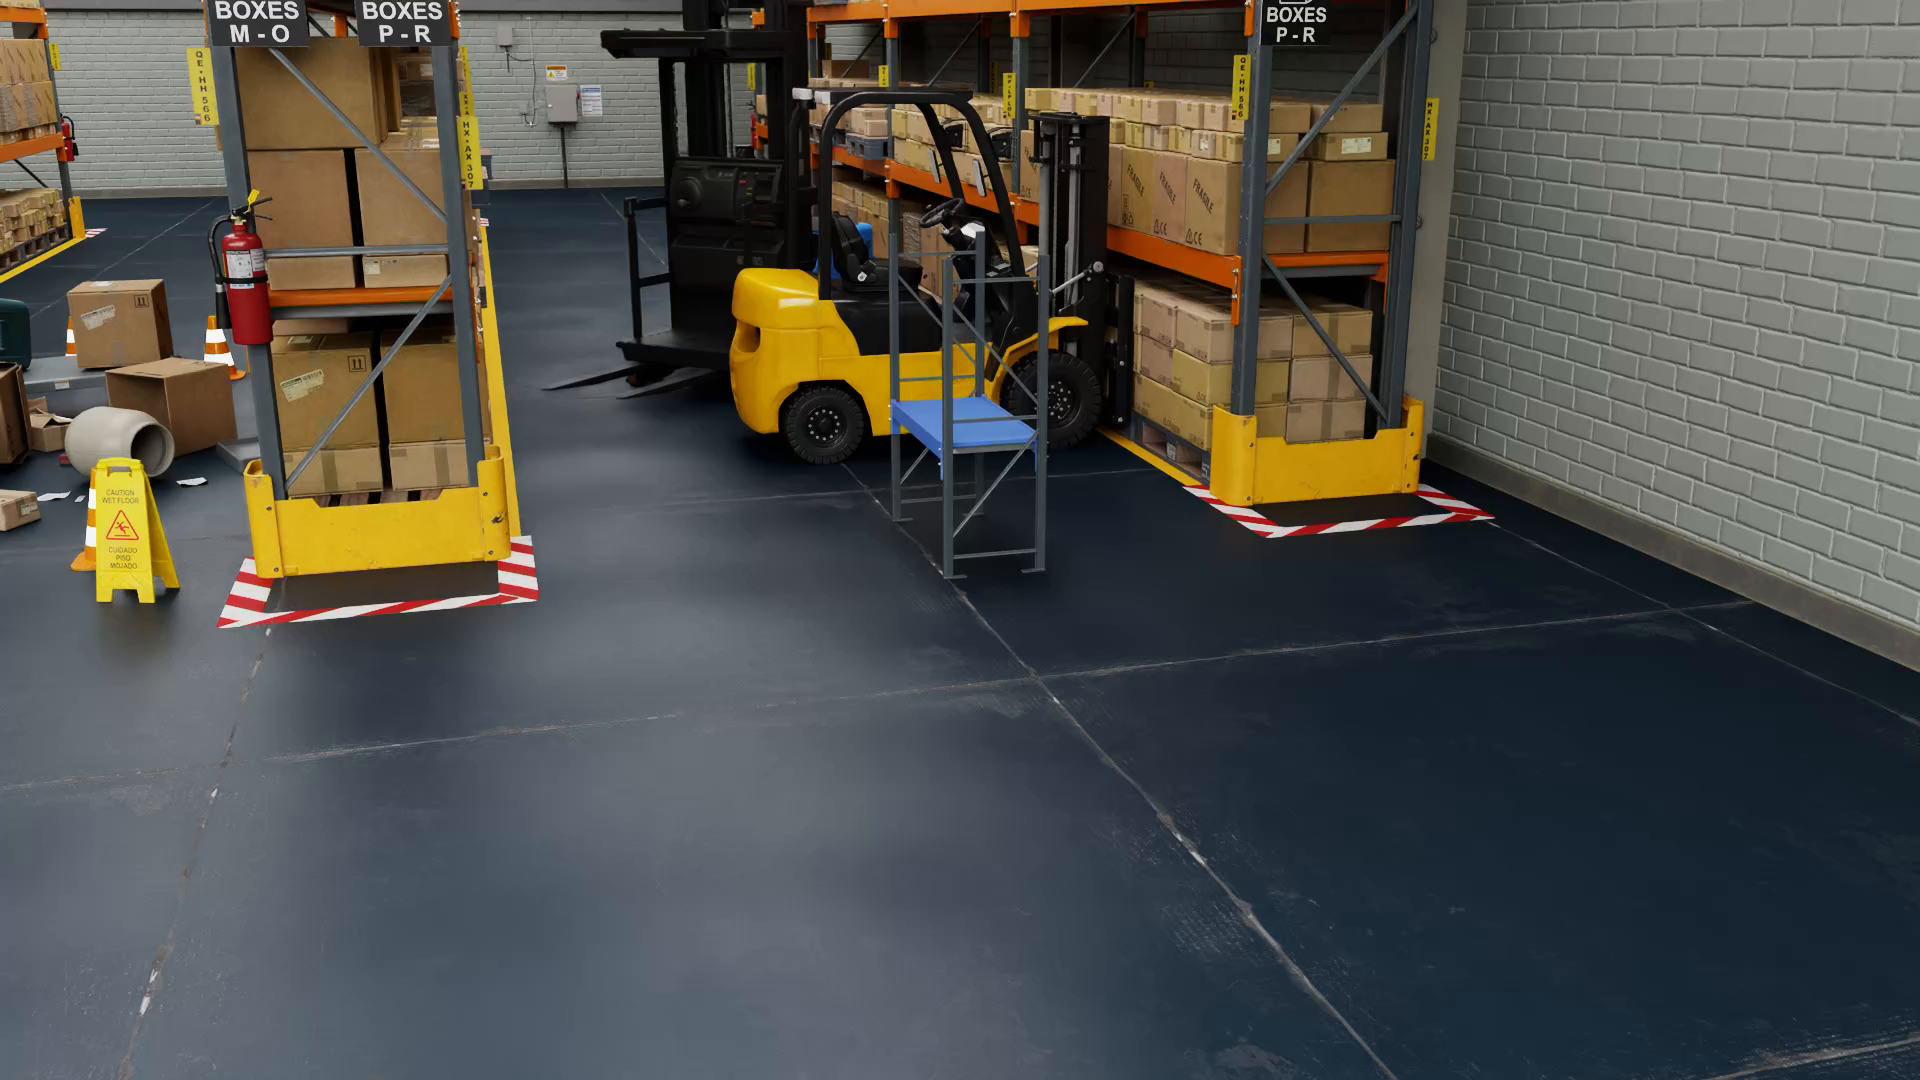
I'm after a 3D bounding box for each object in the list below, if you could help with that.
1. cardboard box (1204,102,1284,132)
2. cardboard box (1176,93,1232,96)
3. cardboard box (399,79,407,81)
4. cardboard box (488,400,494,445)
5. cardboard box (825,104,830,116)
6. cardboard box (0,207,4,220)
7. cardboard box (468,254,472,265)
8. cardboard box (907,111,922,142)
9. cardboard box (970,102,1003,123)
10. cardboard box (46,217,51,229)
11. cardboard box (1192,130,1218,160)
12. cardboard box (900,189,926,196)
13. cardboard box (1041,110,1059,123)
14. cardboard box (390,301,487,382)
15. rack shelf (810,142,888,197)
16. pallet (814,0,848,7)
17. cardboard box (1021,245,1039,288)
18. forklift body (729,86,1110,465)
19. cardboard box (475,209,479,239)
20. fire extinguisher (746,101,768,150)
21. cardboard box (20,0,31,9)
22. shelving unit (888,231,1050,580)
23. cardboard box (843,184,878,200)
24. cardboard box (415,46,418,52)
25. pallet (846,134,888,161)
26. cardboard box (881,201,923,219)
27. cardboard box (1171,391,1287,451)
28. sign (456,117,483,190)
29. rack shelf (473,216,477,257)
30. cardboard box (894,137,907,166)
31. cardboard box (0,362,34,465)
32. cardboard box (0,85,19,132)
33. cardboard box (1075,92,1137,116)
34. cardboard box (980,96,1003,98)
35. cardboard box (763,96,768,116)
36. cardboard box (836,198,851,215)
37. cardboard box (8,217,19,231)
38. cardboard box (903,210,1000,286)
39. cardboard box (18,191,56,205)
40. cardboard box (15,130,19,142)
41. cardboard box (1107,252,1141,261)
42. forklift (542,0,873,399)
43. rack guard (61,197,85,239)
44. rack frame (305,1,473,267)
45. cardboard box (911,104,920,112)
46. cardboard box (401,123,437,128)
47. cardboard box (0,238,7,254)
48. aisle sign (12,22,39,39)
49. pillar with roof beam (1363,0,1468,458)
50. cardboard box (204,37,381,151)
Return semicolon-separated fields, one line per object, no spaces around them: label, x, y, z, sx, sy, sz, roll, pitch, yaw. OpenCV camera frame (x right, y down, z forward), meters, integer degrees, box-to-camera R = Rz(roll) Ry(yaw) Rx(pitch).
cardboard box;1.588;-2.366;9.297;0.380;0.149;0.250;-5;17;-15
cardboard box;1.627;-2.831;10.844;0.380;0.149;0.250;-4;17;-14
cardboard box;-3.875;-3.112;12.179;0.500;0.500;0.500;-5;17;-15
cardboard box;-2.873;-0.595;9.268;0.500;0.250;0.500;-4;17;-13
cardboard box;-1.298;-4.759;18.583;0.396;0.266;0.258;-4;17;-13
cardboard box;-10.845;-3.603;18.424;0.380;0.149;0.250;-5;17;-16
cardboard box;-2.782;-1.536;8.788;0.380;0.149;0.250;-4;17;-14
cardboard box;-0.188;-3.817;15.337;0.500;0.250;0.500;-4;17;-14
cardboard box;0.276;-3.463;13.466;0.380;0.149;0.250;-5;18;-17
cardboard box;-11.410;-3.894;20.426;0.380;0.149;0.250;-5;17;-16
cardboard box;1.524;-2.218;9.320;0.380;0.149;0.250;-4;17;-14
cardboard box;-0.462;-3.767;18.266;0.380;0.149;0.250;-5;17;-15
cardboard box;0.795;-3.002;11.929;0.380;0.149;0.250;-4;17;-14
cardboard box;-3.025;-1.102;9.654;0.500;0.500;0.500;-4;17;-14
rack shelf;-0.761;-4.139;18.267;1.077;0.370;4.000;-5;17;-15
pallet;-1.199;-6.197;18.981;1.213;0.211;1.003;-5;17;-15
cardboard box;0.719;-2.028;12.301;0.500;0.250;0.500;-5;17;-16
forklift body;-0.288;-1.691;10.343;2.313;2.155;1.214;-5;17;-15
cardboard box;-6.152;-3.799;19.610;0.875;0.438;0.875;-5;17;-16
fire extinguisher;-2.895;-5.931;23.767;0.296;0.674;0.183;-5;17;-15
cardboard box;-11.387;-6.449;19.755;0.500;0.250;0.500;-5;17;-15
shelving unit;0.023;-0.695;8.158;0.538;1.500;1.048;-5;17;-15
cardboard box;-1.115;-3.943;18.854;0.380;0.149;0.250;-5;17;-15
cardboard box;-6.116;-5.725;19.259;0.380;0.149;0.250;-5;17;-16
pallet;-0.465;-4.020;16.955;1.213;0.211;1.003;-5;17;-15
cardboard box;-0.591;-3.361;16.915;0.380;0.149;0.250;-6;18;-18
cardboard box;1.554;-0.706;9.639;0.500;0.250;0.500;-5;17;-15
sign;-2.263;-1.781;7.663;0.100;0.325;0.005;-5;17;-15
rack shelf;-4.433;-2.639;13.273;1.077;0.370;4.000;-5;17;-15
cardboard box;-0.325;-3.716;15.870;0.500;0.250;0.500;-5;17;-15
cardboard box;-5.966;-0.737;9.794;0.797;0.637;0.503;-5;17;-15
cardboard box;-10.954;-4.849;18.691;0.500;0.500;0.500;-5;17;-16
cardboard box;0.997;-2.929;11.170;0.380;0.149;0.250;-5;17;-16
cardboard box;0.396;-3.934;15.033;0.380;0.149;0.250;-5;17;-16
cardboard box;-2.406;-5.927;22.714;0.500;0.250;0.500;-5;17;-15
cardboard box;-1.105;-3.604;18.851;0.500;0.500;0.500;-5;17;-17
cardboard box;-10.988;-3.608;18.957;0.380;0.149;0.250;-4;17;-13
cardboard box;-0.053;-2.820;16.025;0.875;0.625;0.625;-4;17;-13
cardboard box;-11.317;-4.189;20.374;0.380;0.149;0.250;-5;17;-16
cardboard box;-11.194;-4.707;19.343;0.380;0.149;0.250;-4;17;-14
cardboard box;1.363;-1.927;11.964;0.500;0.250;0.500;-5;17;-16
forklift;-1.782;-2.534;11.793;1.130;2.935;3.031;8;19;26
rack guard;-11.892;-4.112;21.272;1.175;0.500;0.348;-5;17;-15
rack frame;-3.884;-2.430;11.328;1.000;3.000;0.127;-5;17;-15
cardboard box;-0.237;-4.034;15.367;0.380;0.149;0.250;-4;17;-14
cardboard box;-3.228;-2.232;9.979;0.500;0.500;0.500;-4;17;-14
cardboard box;-10.605;-3.186;18.069;0.380;0.149;0.250;-5;18;-18
aisle sign;-11.645;-6.619;20.755;0.394;0.787;0.004;-5;17;-15
pillar with roof beam;-1.477;-4.514;7.837;9.100;9.000;0.400;-5;17;-15
cardboard box;-3.135;-2.117;7.857;0.700;0.500;0.500;-5;17;-17
